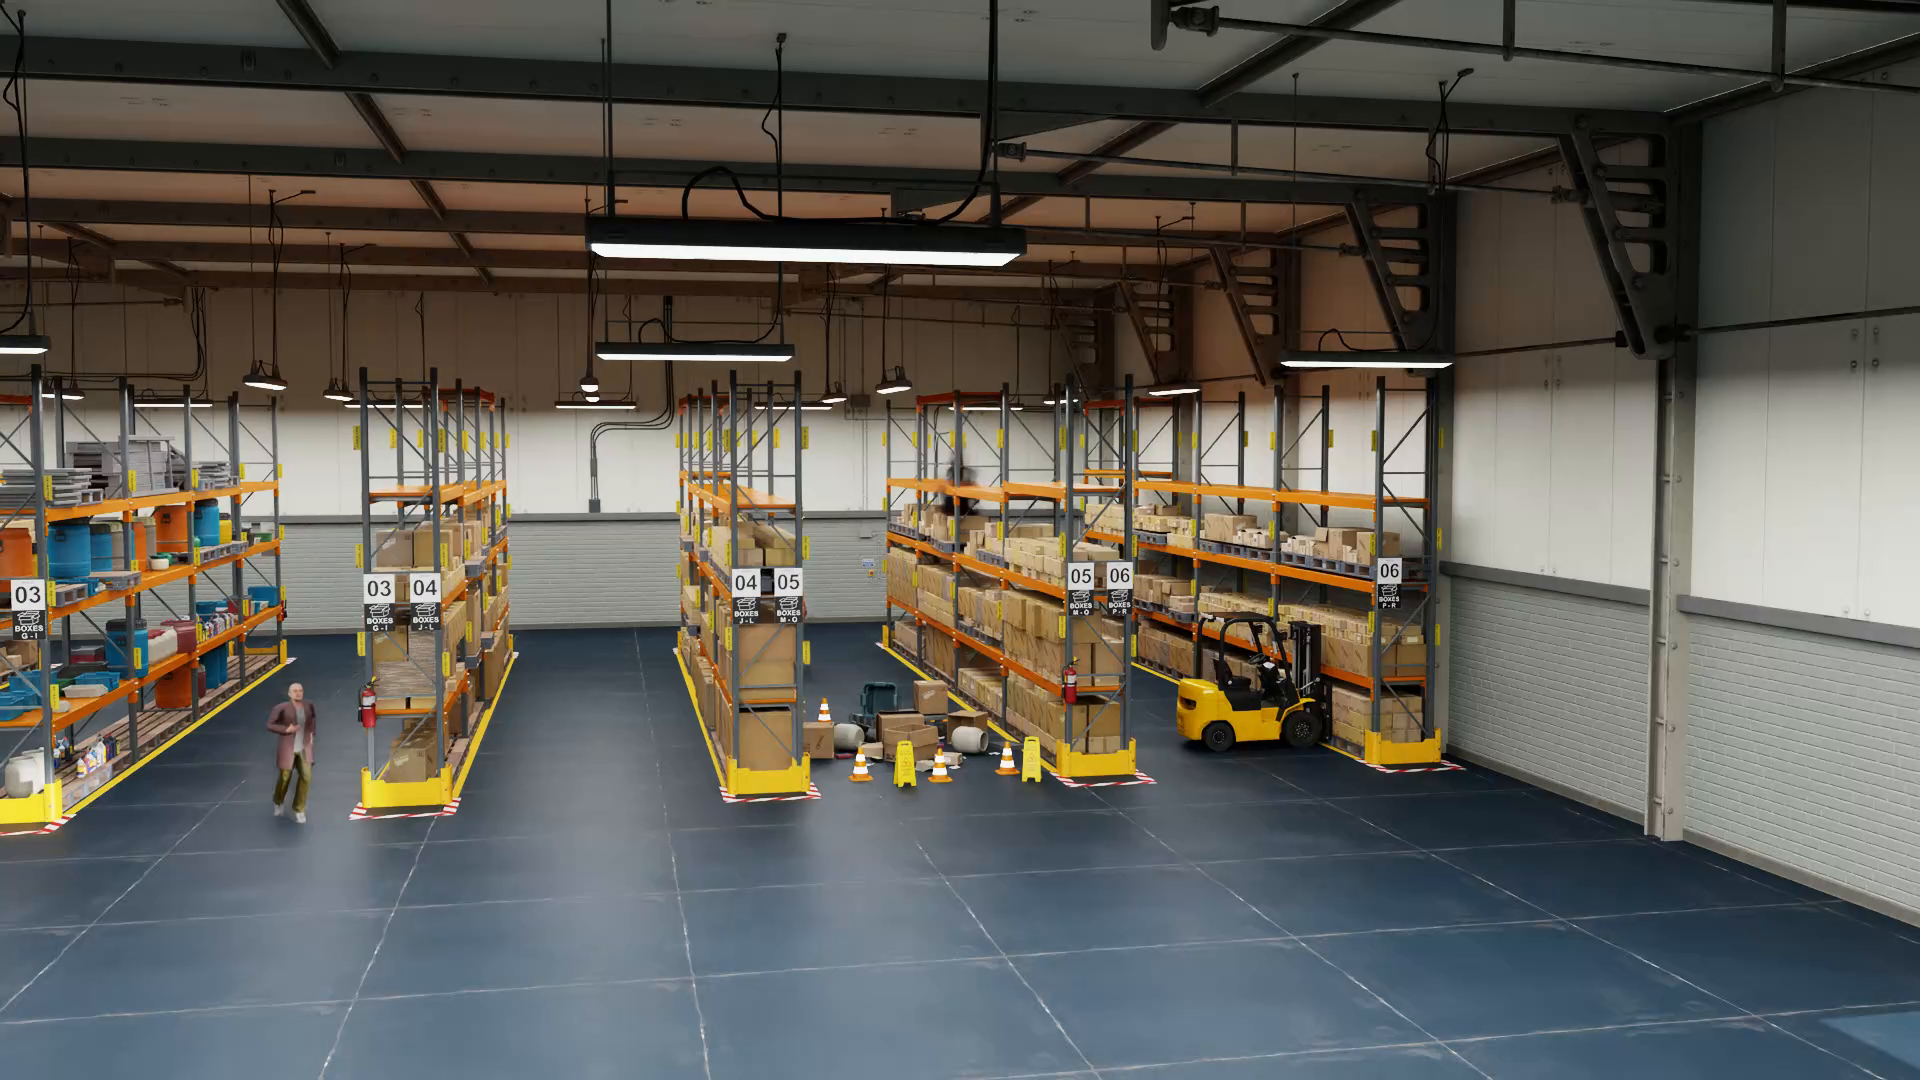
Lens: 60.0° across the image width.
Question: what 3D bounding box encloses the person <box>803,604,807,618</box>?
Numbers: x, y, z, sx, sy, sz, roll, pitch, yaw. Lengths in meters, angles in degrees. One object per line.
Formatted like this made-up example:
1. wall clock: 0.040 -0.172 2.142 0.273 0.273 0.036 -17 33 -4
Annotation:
1. person: -3.813 1.921 37.558 0.675 1.687 0.821 -1 4 -17

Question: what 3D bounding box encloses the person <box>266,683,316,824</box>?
1. person: -8.838 2.855 22.040 0.720 1.779 0.806 -3 5 -42
